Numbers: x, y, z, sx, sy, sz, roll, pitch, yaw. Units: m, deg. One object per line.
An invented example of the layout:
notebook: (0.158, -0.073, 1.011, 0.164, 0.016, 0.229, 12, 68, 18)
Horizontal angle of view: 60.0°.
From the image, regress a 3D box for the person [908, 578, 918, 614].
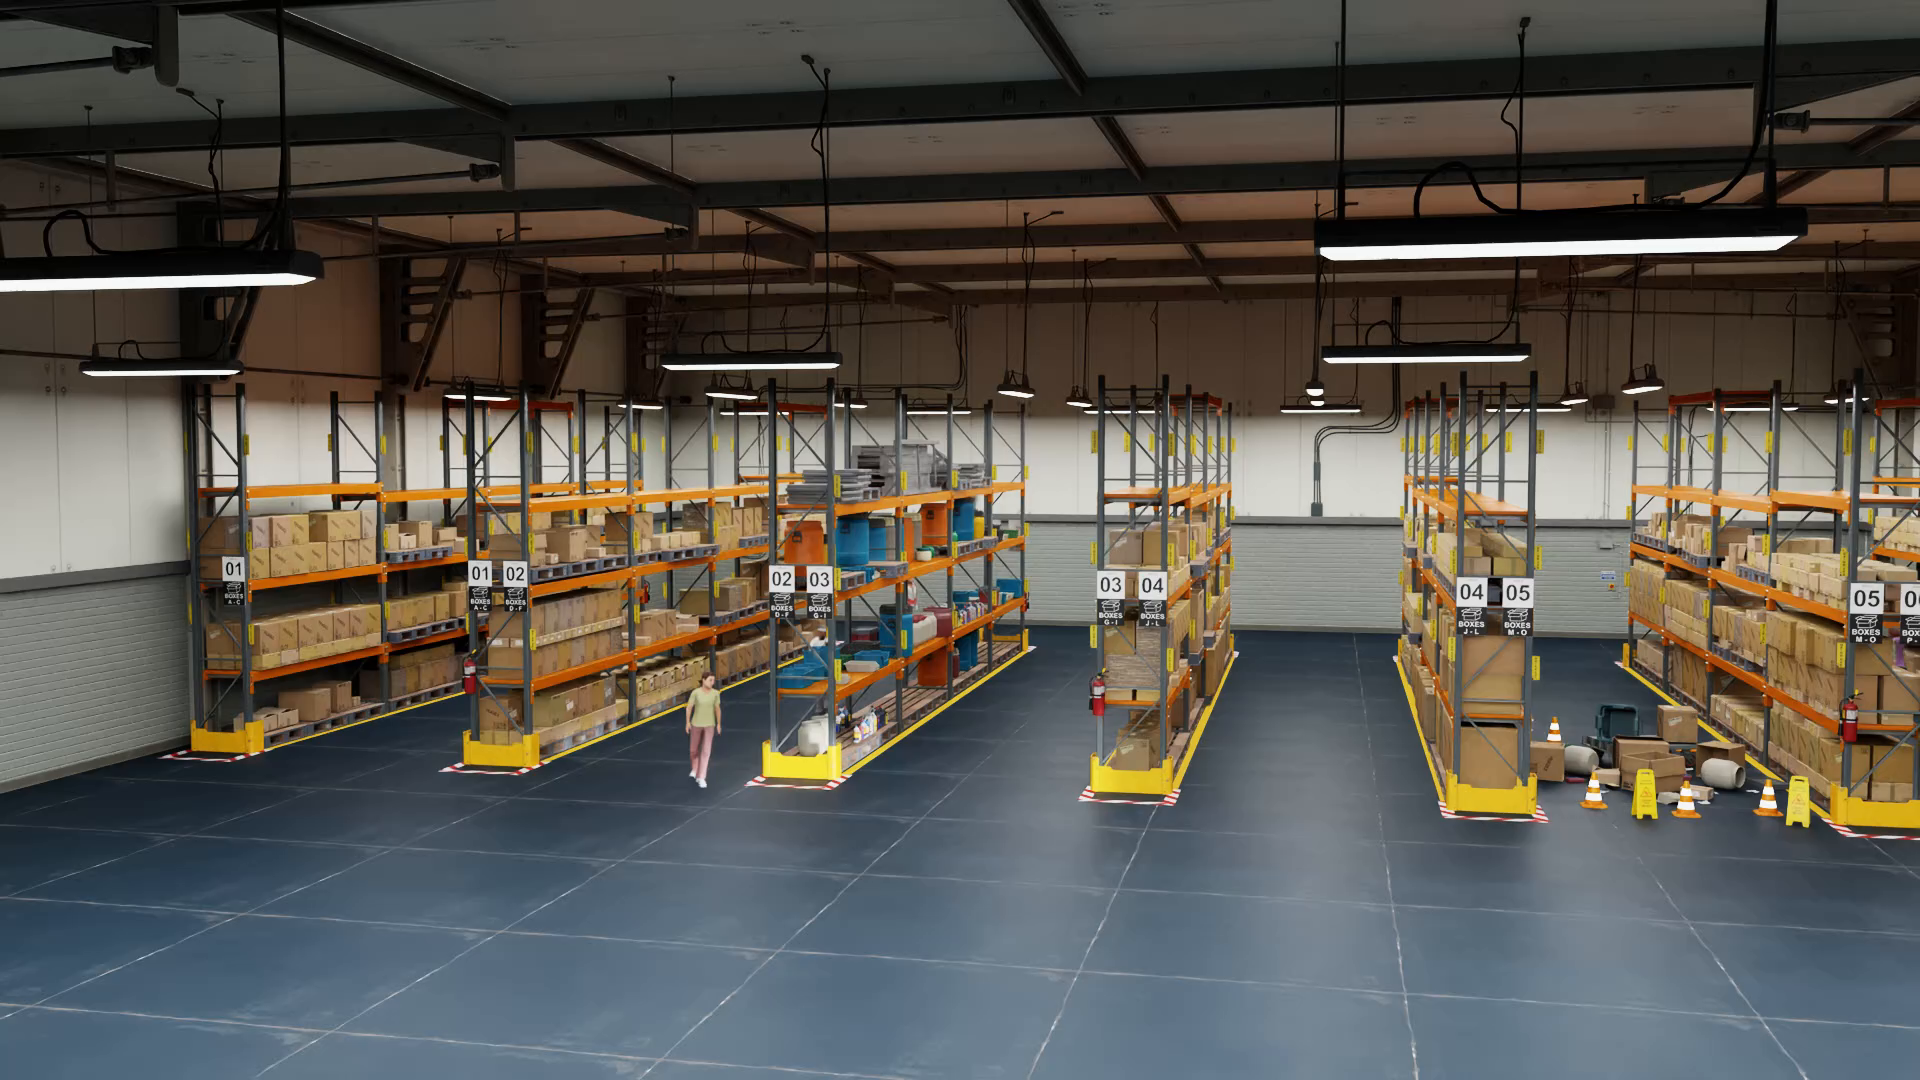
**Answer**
person: (-1.327, 1.694, 42.856, 1.143, 1.731, 0.520, 2, 4, 30)

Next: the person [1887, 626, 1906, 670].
person: (17.667, 2.436, 31.370, 0.408, 1.599, 0.639, 0, 3, -8)

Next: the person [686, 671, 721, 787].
person: (-3.811, 2.781, 24.725, 0.554, 1.659, 0.799, -1, 3, -18)

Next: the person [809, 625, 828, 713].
person: (-2.588, 2.394, 31.307, 0.530, 1.662, 0.548, 0, 3, -2)
